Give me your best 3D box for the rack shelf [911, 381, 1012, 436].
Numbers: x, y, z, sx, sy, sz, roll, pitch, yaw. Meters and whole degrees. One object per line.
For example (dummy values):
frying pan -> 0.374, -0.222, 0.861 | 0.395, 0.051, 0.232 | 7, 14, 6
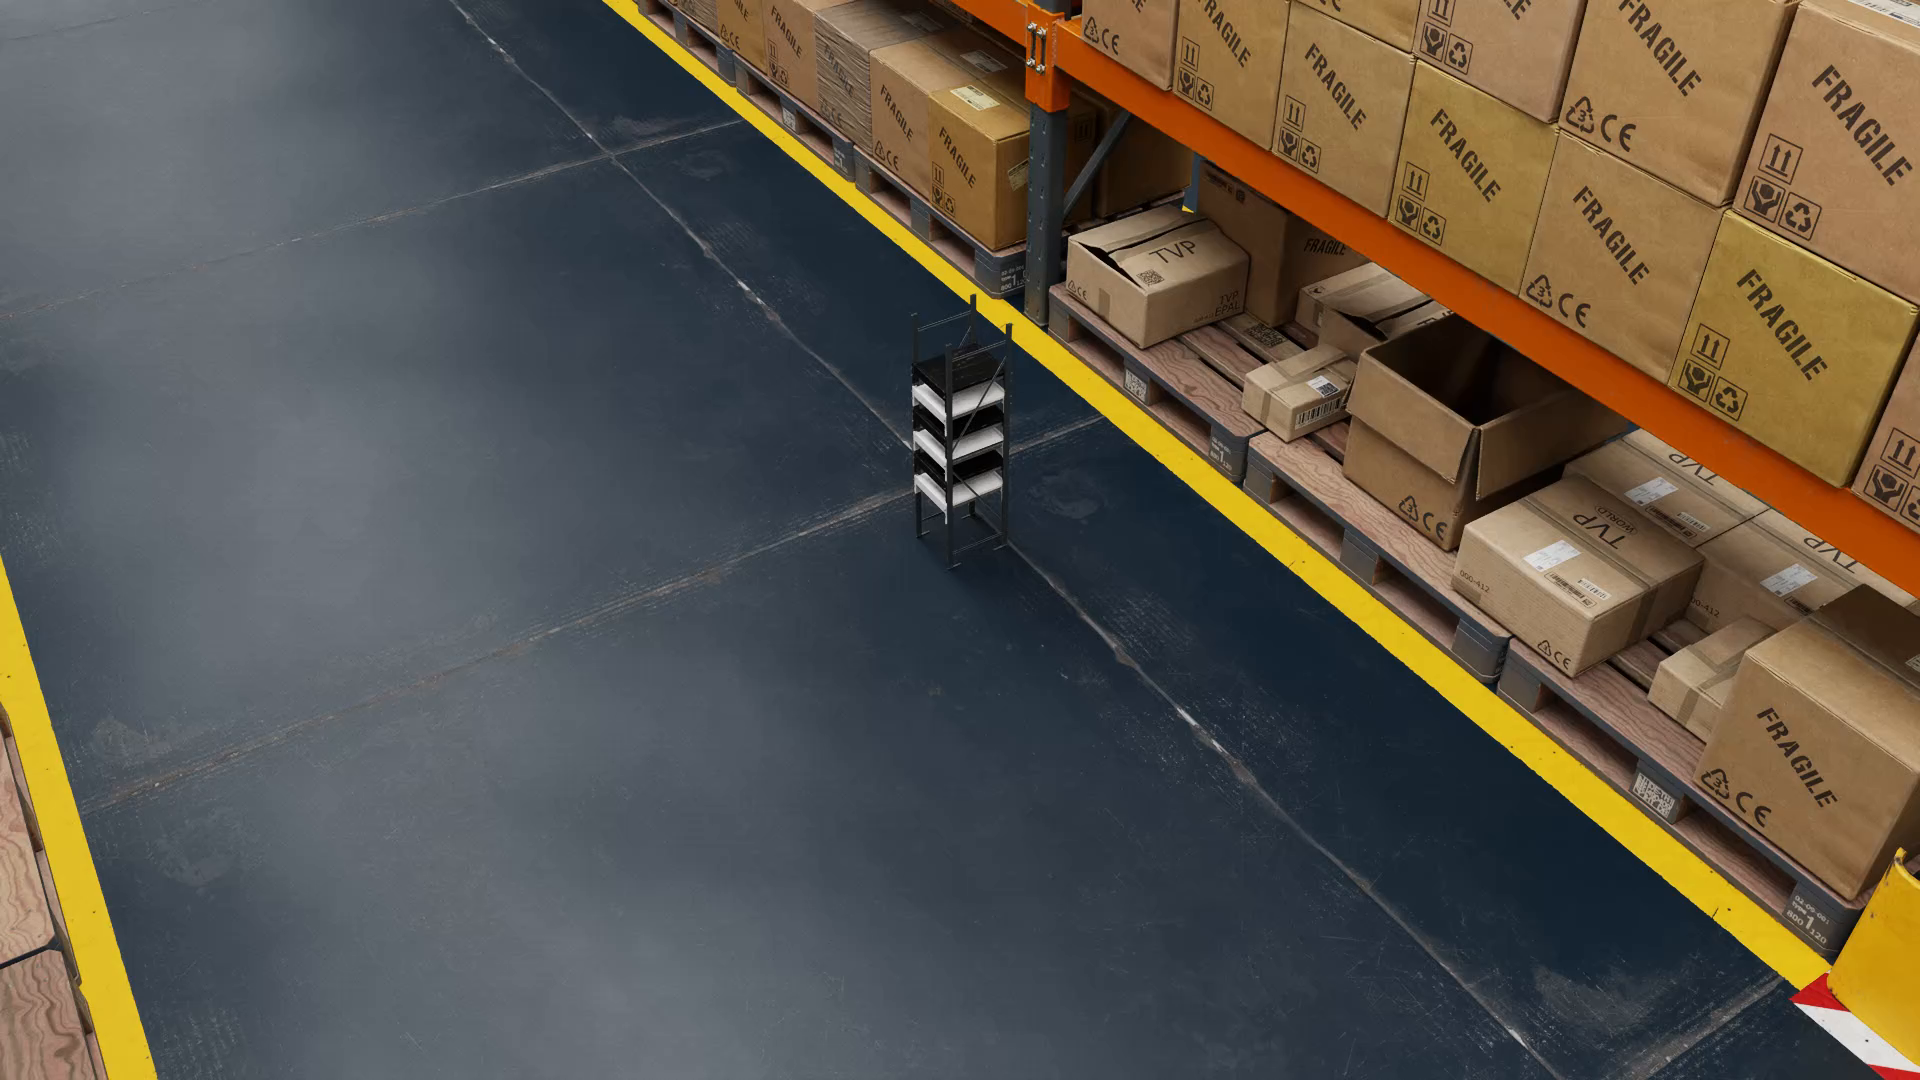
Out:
rack shelf -> 0.004, -0.454, 5.363 | 0.258, 0.077, 0.200 | -22, 45, -24

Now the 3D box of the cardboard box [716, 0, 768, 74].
cardboard box -> -0.878, -2.688, 8.242 | 0.500, 0.500, 0.500 | -23, 45, -25

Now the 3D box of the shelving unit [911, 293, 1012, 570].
shelving unit -> 0.004, -0.341, 5.457 | 0.258, 0.900, 0.210 | -22, 45, -24

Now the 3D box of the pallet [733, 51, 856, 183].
pallet -> -0.412, -2.232, 8.263 | 1.003, 0.211, 1.213 | -22, 45, -24

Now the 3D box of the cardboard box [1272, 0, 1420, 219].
cardboard box -> 1.306, -1.341, 4.938 | 0.500, 0.500, 0.500 | -22, 45, -25

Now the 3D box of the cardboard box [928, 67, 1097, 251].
cardboard box -> 0.210, -1.594, 6.929 | 0.500, 0.500, 0.500 | -22, 45, -25

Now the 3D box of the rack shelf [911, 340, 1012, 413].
rack shelf -> 0.004, -0.523, 5.305 | 0.258, 0.077, 0.200 | -22, 45, -24

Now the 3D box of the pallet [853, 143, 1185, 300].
pallet -> 0.248, -1.573, 7.472 | 1.003, 0.211, 1.213 | -22, 45, -24

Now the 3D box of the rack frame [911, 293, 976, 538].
rack frame -> -0.050, -0.396, 5.523 | 0.240, 0.900, 0.006 | -22, 45, -24

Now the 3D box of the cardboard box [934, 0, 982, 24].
cardboard box -> 0.125, -2.599, 7.549 | 0.500, 0.250, 0.500 | -22, 45, -24

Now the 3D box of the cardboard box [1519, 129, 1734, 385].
cardboard box -> 1.852, -0.795, 4.283 | 0.500, 0.500, 0.500 | -22, 45, -24

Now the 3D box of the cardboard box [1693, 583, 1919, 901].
cardboard box -> 2.368, 0.524, 4.387 | 0.500, 0.500, 0.500 | -22, 45, -24

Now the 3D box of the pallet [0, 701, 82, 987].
pallet -> -3.033, 0.940, 4.457 | 1.003, 0.211, 1.213 | -22, 45, -24

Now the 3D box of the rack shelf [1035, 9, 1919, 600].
rack shelf -> 1.792, -0.862, 5.003 | 1.077, 0.370, 4.000 | -22, 45, -24

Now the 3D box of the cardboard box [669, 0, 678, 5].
cardboard box -> -1.430, -3.241, 8.906 | 0.500, 0.500, 0.500 | -20, 44, -23

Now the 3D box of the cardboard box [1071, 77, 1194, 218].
cardboard box -> 0.662, -1.772, 7.142 | 0.500, 0.500, 0.500 | -24, 46, -26

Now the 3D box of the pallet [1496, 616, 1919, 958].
pallet -> 2.398, 0.542, 4.935 | 1.003, 0.211, 1.213 | -22, 45, -24

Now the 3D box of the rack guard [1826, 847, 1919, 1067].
rack guard -> 2.827, 0.860, 4.327 | 1.175, 0.500, 0.348 | -22, 45, -24

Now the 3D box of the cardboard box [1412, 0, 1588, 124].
cardboard box -> 1.565, -1.455, 4.294 | 0.500, 0.500, 0.500 | -21, 44, -23

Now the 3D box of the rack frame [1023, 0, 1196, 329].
rack frame -> 0.717, -2.218, 6.068 | 1.000, 3.000, 0.127 | -22, 45, -24

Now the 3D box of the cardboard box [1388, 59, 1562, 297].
cardboard box -> 1.581, -1.067, 4.610 | 0.500, 0.500, 0.500 | -23, 45, -25

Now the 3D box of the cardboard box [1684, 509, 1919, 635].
cardboard box -> 2.546, 0.167, 5.010 | 0.500, 0.250, 0.500 | -22, 45, -24

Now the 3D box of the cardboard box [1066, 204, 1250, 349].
cardboard box -> 0.760, -1.053, 6.427 | 0.500, 0.311, 0.500 | -22, 45, -24

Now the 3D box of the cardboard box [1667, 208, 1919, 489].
cardboard box -> 2.116, -0.524, 3.958 | 0.500, 0.500, 0.500 | -22, 45, -24

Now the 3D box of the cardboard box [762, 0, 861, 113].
cardboard box -> -0.593, -2.408, 7.906 | 0.500, 0.500, 0.500 | -24, 45, -26

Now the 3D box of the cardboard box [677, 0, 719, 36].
cardboard box -> -1.144, -2.961, 8.569 | 0.500, 0.500, 0.500 | -24, 45, -26

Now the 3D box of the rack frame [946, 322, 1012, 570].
rack frame -> 0.059, -0.286, 5.391 | 0.240, 0.900, 0.006 | -22, 45, -24

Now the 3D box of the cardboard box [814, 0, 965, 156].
cardboard box -> -0.318, -2.135, 7.578 | 0.500, 0.500, 0.500 | -22, 44, -24

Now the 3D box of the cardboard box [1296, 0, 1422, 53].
cardboard box -> 1.287, -1.733, 4.628 | 0.500, 0.500, 0.500 | -24, 45, -26

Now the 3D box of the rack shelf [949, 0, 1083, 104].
rack shelf -> -0.358, -3.021, 7.594 | 1.077, 0.370, 4.000 | -22, 45, -24

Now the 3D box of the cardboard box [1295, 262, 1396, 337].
cardboard box -> 1.515, -0.900, 6.370 | 0.380, 0.149, 0.250 | -22, 45, -24

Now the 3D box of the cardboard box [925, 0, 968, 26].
cardboard box -> 0.104, -2.328, 7.809 | 0.500, 0.500, 0.500 | -22, 44, -24

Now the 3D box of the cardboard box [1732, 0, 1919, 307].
cardboard box -> 2.124, -0.899, 3.627 | 0.500, 0.500, 0.500 | -21, 44, -23

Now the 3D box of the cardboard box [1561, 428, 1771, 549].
cardboard box -> 2.277, -0.102, 5.334 | 0.500, 0.250, 0.500 | -22, 45, -24

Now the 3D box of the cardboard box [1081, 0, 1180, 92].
cardboard box -> 0.761, -1.887, 5.594 | 0.500, 0.500, 0.500 | -21, 44, -23

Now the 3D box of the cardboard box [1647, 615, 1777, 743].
cardboard box -> 2.226, 0.402, 4.794 | 0.380, 0.166, 0.250 | -22, 45, -24

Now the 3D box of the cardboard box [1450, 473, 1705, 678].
cardboard box -> 1.882, 0.097, 5.095 | 0.500, 0.250, 0.500 | -22, 45, -24

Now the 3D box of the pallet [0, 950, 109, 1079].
pallet -> -2.373, 1.599, 3.666 | 1.003, 0.211, 1.213 | -22, 45, -24

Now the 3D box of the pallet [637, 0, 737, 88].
pallet -> -1.064, -2.890, 9.053 | 1.003, 0.211, 1.213 | -22, 45, -24

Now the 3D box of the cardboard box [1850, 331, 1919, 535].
cardboard box -> 2.398, -0.245, 3.623 | 0.500, 0.500, 0.500 | -21, 44, -23

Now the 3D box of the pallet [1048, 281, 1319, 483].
pallet -> 1.086, -0.775, 6.516 | 1.003, 0.211, 1.213 | -22, 45, -24

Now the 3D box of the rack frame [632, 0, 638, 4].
rack frame -> -1.434, -4.377, 8.659 | 1.000, 3.000, 0.127 | -22, 45, -24

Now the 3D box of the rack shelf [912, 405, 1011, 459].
rack shelf -> 0.004, -0.385, 5.420 | 0.258, 0.077, 0.200 | -22, 45, -24

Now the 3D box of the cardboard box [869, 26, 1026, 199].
cardboard box -> -0.049, -1.864, 7.253 | 0.500, 0.500, 0.500 | -22, 45, -24

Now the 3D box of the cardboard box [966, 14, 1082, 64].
cardboard box -> 0.366, -2.056, 7.483 | 0.500, 0.500, 0.500 | -22, 44, -24

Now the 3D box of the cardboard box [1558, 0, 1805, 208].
cardboard box -> 1.842, -1.178, 3.961 | 0.500, 0.500, 0.500 | -21, 44, -23

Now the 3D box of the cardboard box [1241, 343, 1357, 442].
cardboard box -> 1.234, -0.534, 5.917 | 0.380, 0.166, 0.250 | -22, 45, -24

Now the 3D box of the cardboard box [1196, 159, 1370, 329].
cardboard box -> 1.263, -1.217, 6.476 | 0.500, 0.500, 0.500 | -22, 45, -24

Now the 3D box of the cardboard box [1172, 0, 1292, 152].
cardboard box -> 1.039, -1.612, 5.263 | 0.500, 0.500, 0.500 | -21, 44, -24

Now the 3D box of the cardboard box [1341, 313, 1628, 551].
cardboard box -> 1.732, -0.416, 5.512 | 0.797, 0.503, 0.637 | -22, 45, -24

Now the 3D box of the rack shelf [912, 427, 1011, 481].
rack shelf -> 0.004, -0.316, 5.478 | 0.258, 0.077, 0.200 | -22, 45, -24

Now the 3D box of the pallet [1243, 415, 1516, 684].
pallet -> 1.746, -0.116, 5.725 | 1.003, 0.211, 1.213 | -22, 45, -24

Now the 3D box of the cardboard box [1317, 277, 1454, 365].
cardboard box -> 1.666, -0.739, 6.051 | 0.500, 0.311, 0.500 | -22, 45, -24

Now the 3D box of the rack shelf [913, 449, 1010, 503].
rack shelf -> 0.004, -0.247, 5.536 | 0.258, 0.077, 0.200 | -22, 45, -24

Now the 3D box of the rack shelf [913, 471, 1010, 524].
rack shelf -> 0.004, -0.177, 5.593 | 0.258, 0.077, 0.200 | -22, 45, -24
